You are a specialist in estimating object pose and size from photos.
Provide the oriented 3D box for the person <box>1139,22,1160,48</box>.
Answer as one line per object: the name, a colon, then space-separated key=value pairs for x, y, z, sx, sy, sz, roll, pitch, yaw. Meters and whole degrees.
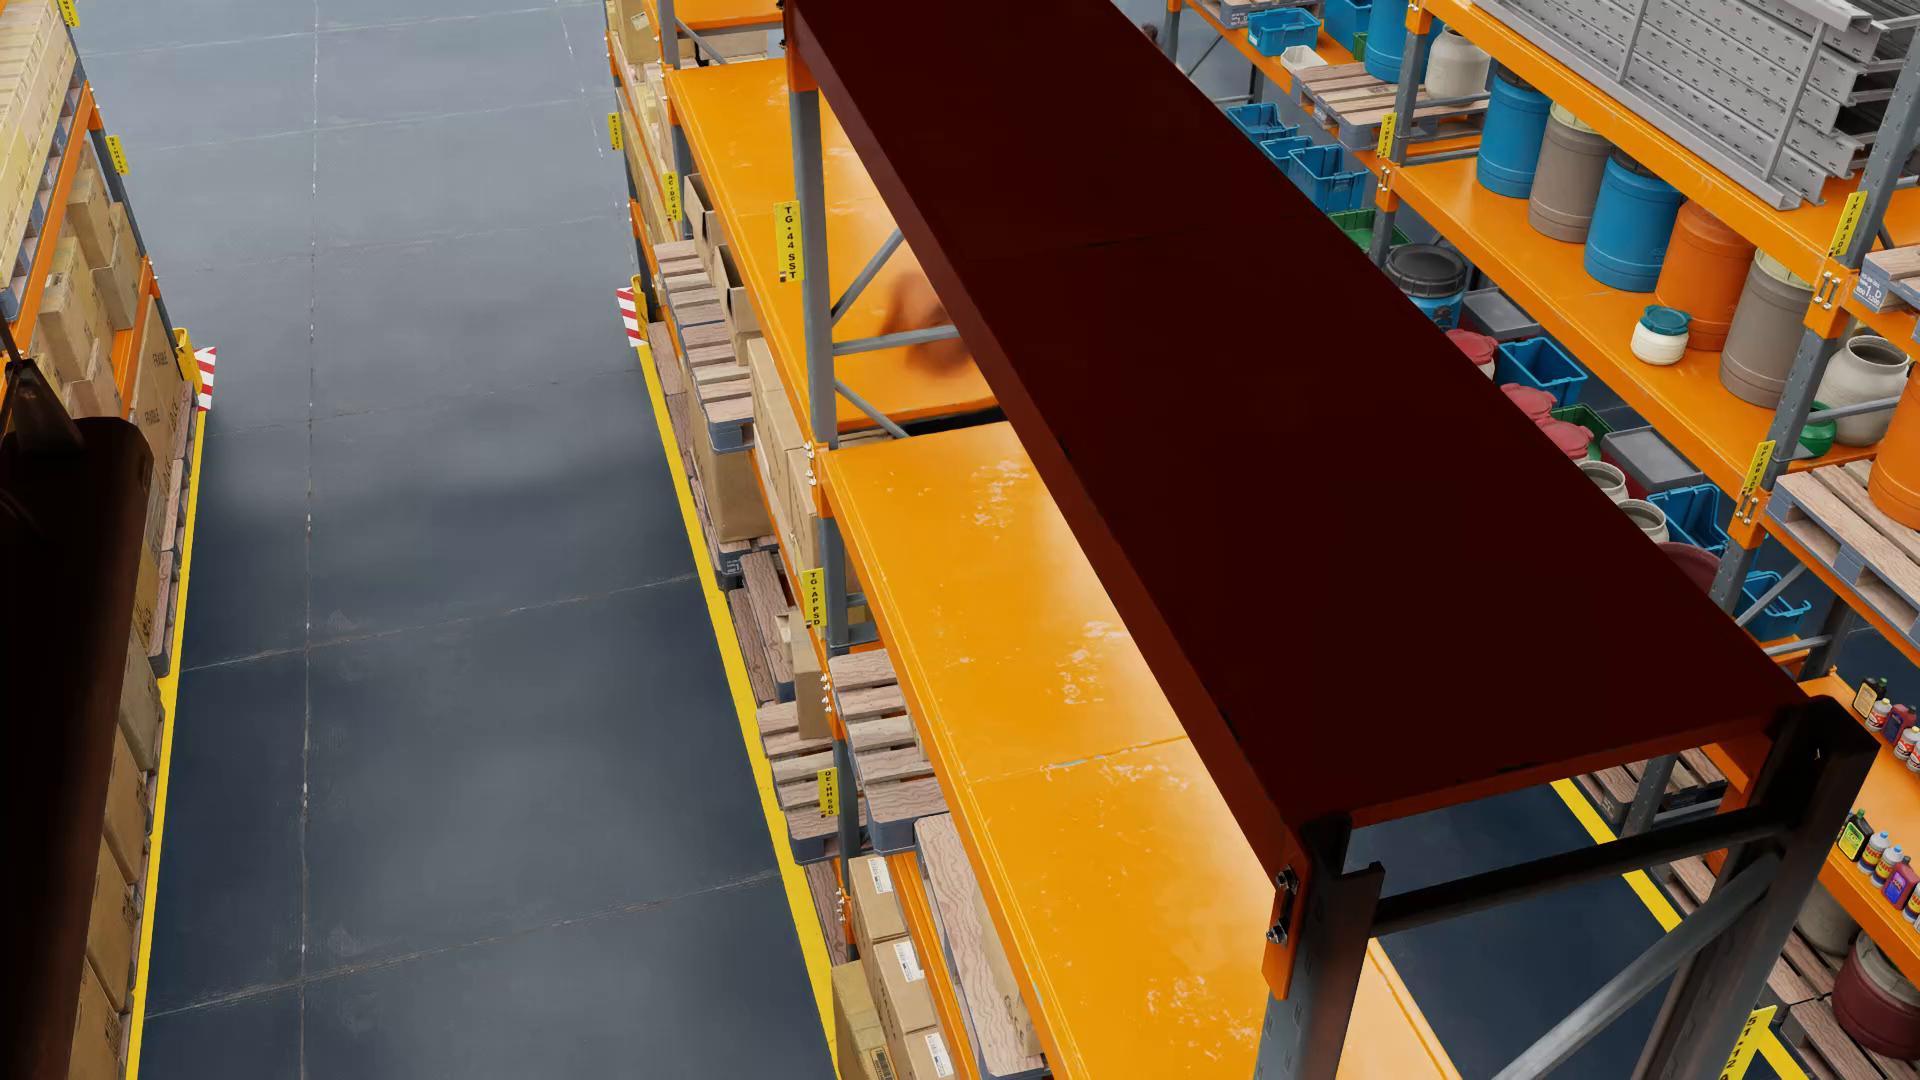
person: x=1.906 y=-4.522 z=17.186 sx=0.942 sy=1.686 sz=0.587 roll=8 pitch=39 yaw=10
